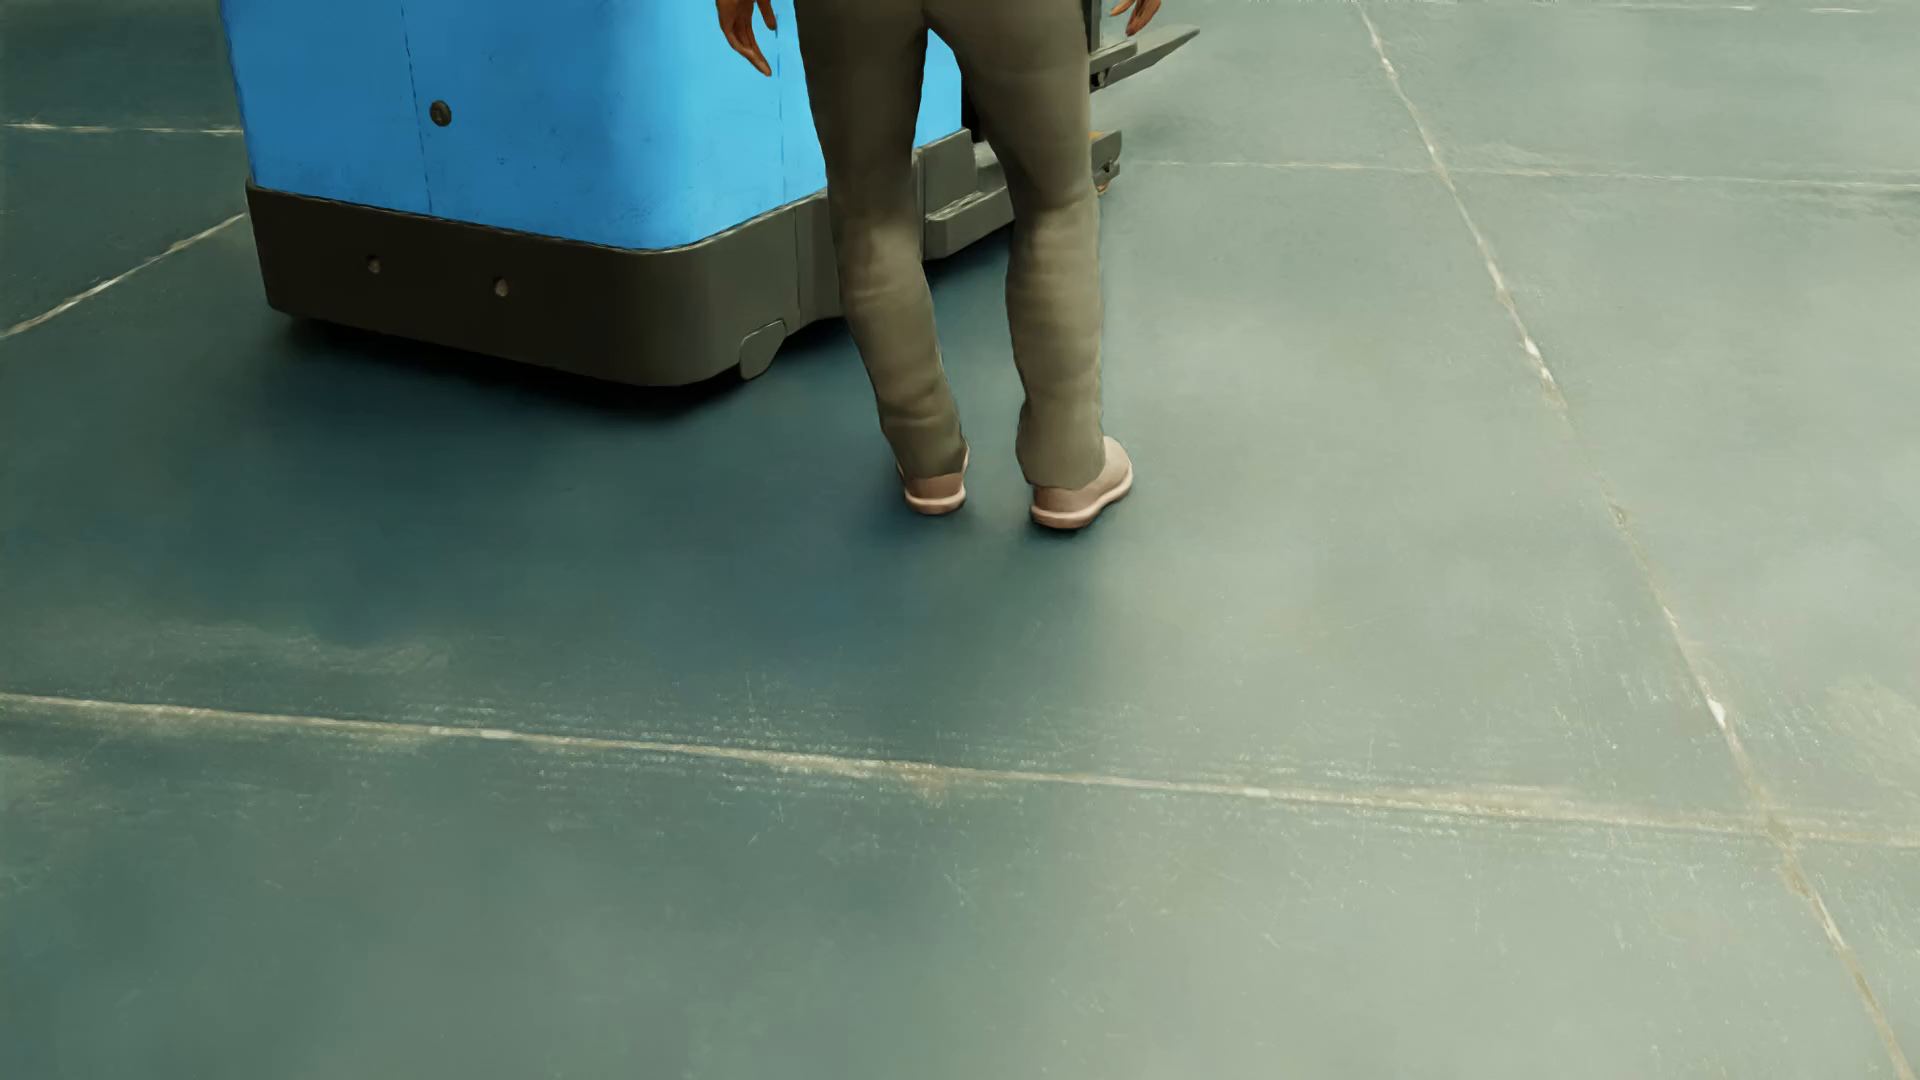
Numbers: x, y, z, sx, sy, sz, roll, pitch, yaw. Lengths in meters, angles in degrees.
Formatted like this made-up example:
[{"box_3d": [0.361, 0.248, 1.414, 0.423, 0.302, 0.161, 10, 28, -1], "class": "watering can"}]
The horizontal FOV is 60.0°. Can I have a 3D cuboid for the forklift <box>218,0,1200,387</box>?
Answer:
[{"box_3d": [-0.240, -2.201, 3.628, 1.130, 2.935, 3.031, 13, 29, 24], "class": "forklift"}]

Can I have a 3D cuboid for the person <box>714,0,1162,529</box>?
[{"box_3d": [-0.021, -0.783, 2.264, 0.614, 1.621, 0.470, 2, 27, 4], "class": "person"}]
